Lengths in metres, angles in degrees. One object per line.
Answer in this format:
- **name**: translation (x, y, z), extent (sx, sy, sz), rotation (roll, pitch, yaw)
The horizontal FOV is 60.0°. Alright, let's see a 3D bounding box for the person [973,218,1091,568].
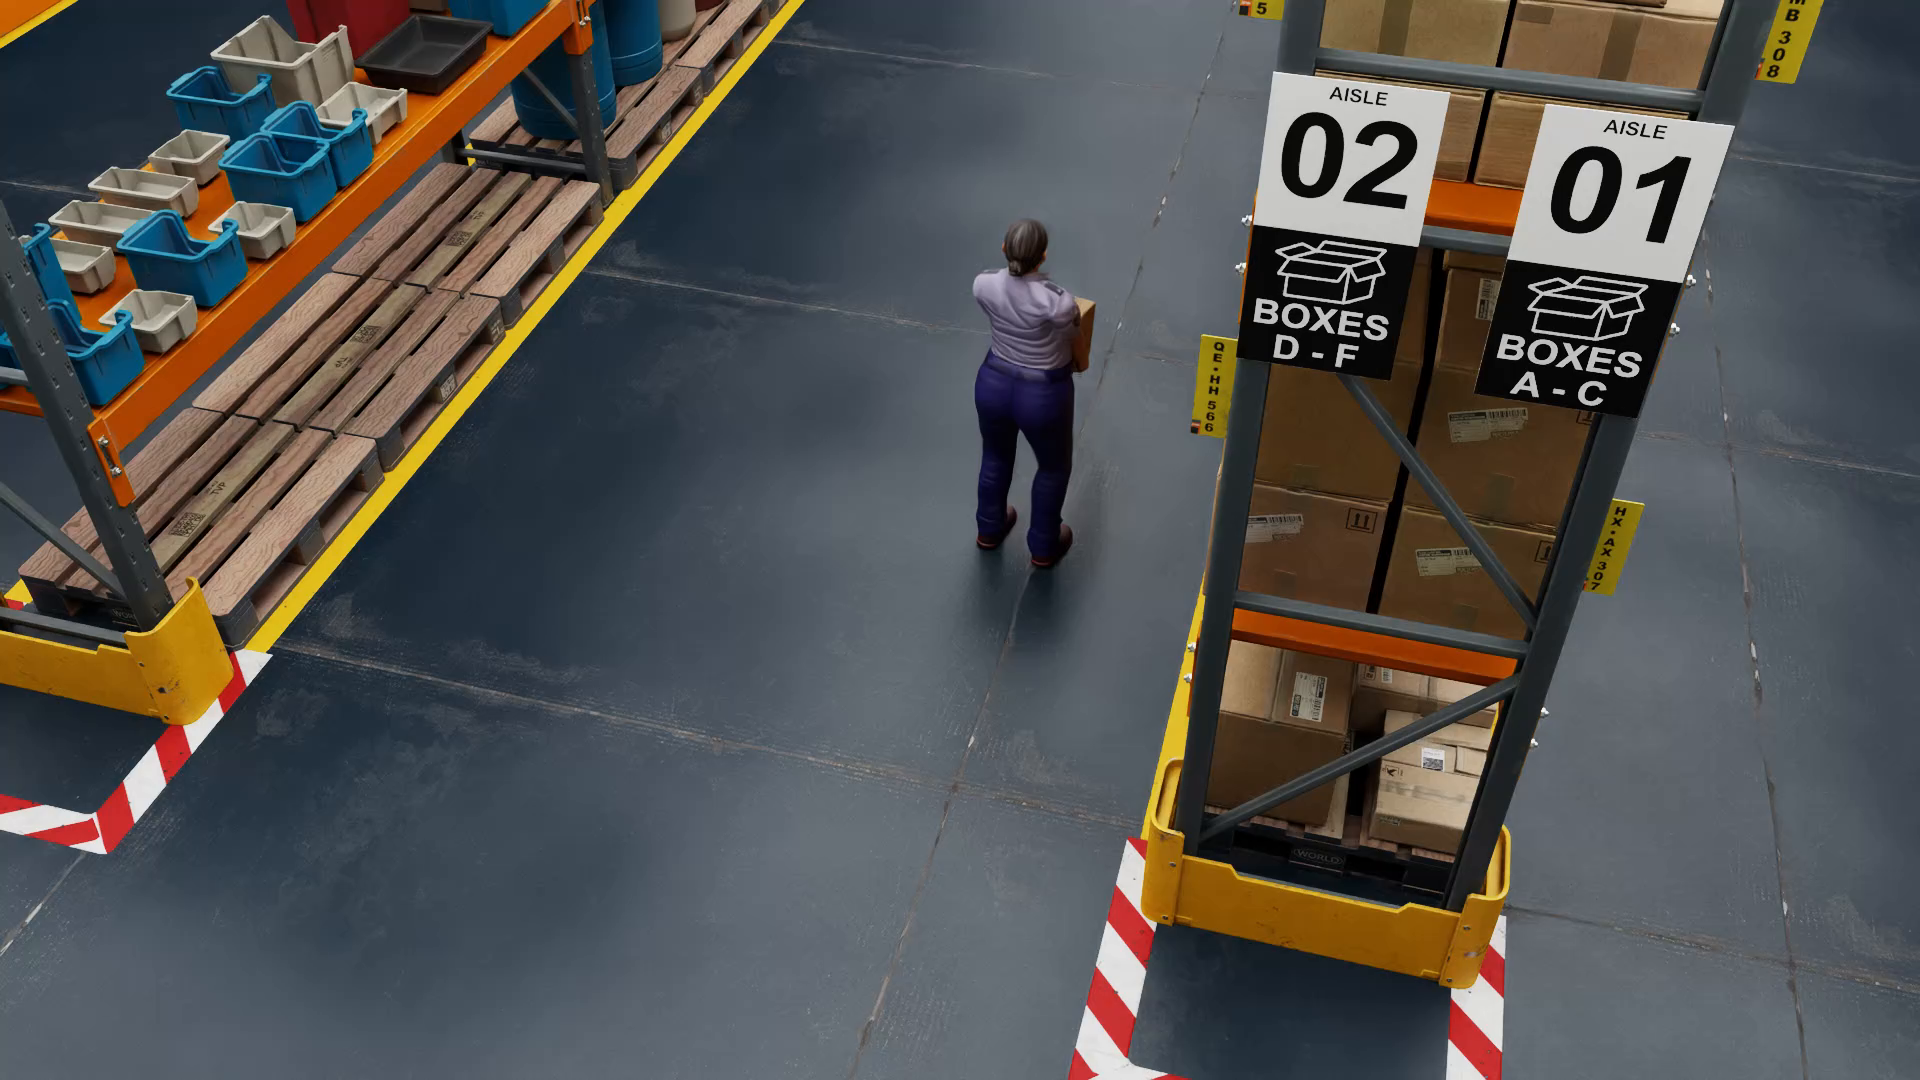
- **person**: translation (0.308, -0.659, 6.927), extent (0.435, 1.647, 0.503), rotation (18, 45, 20)
